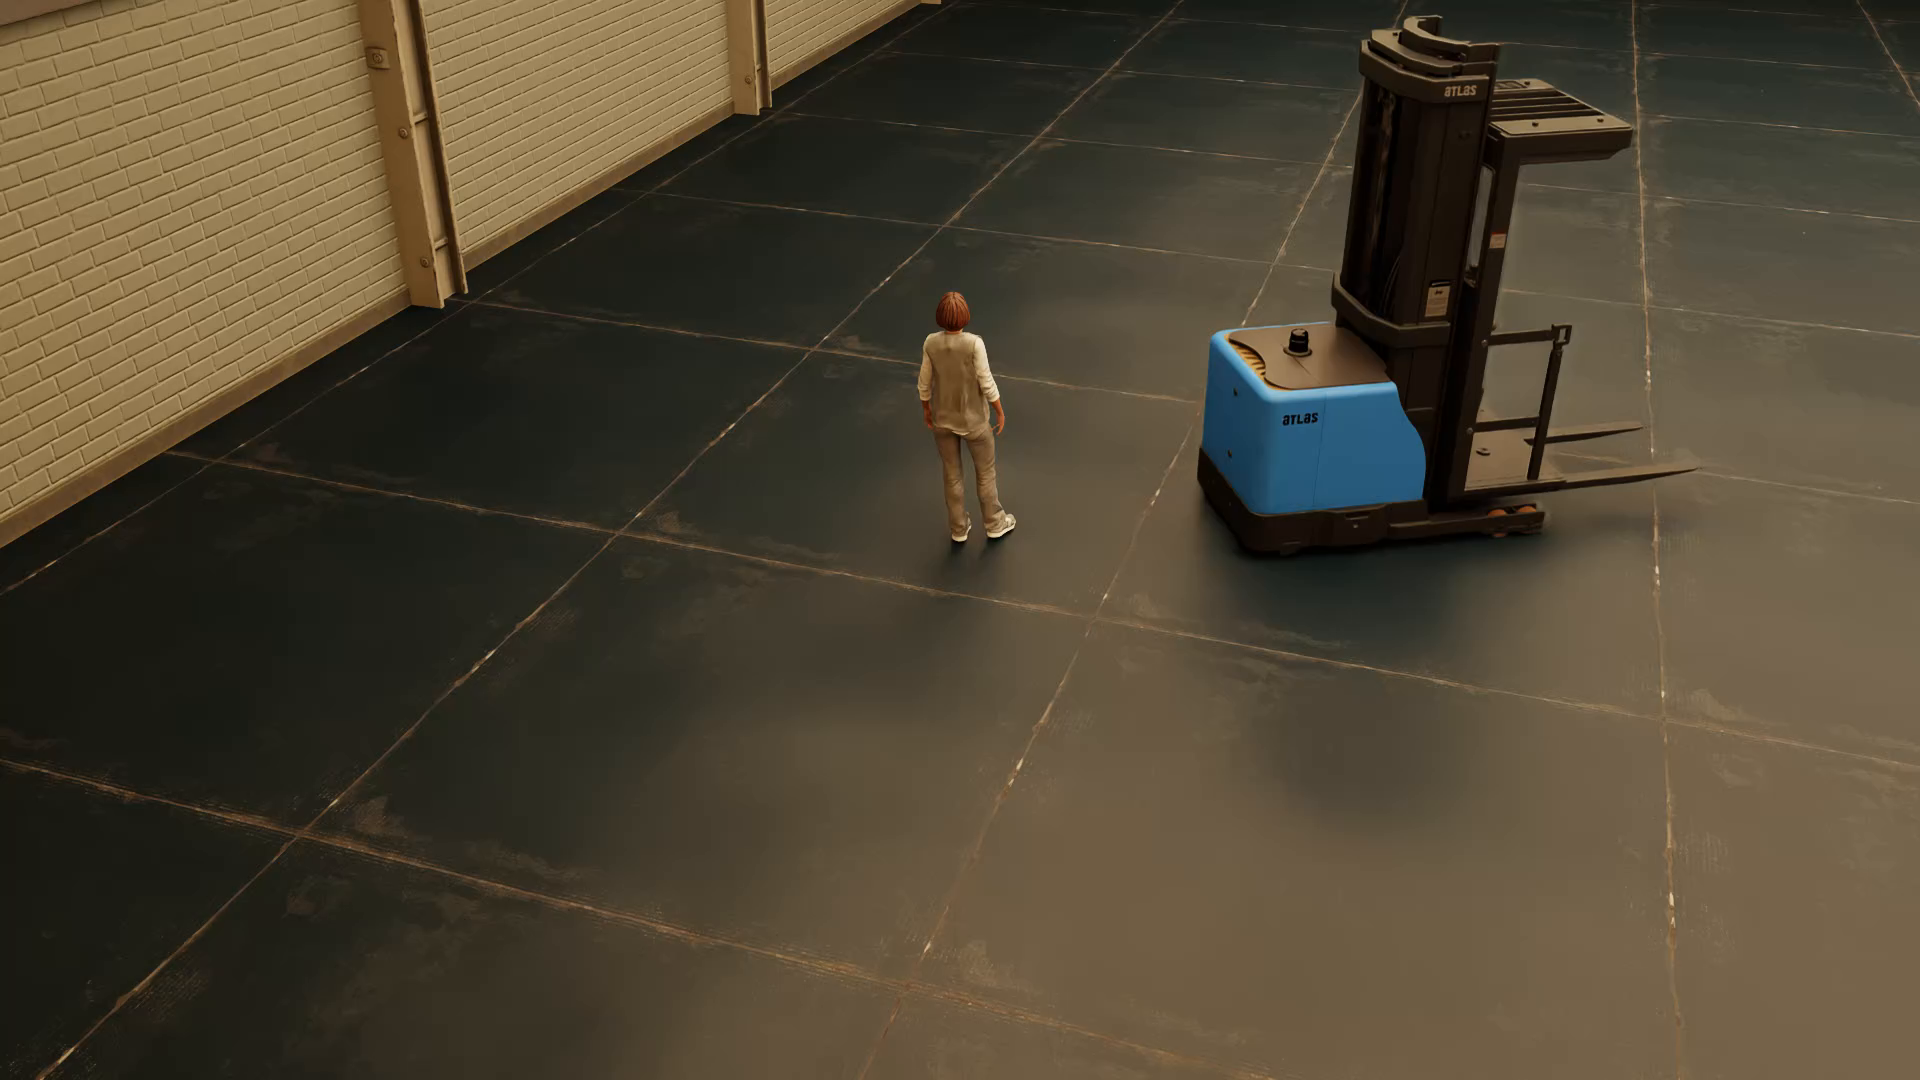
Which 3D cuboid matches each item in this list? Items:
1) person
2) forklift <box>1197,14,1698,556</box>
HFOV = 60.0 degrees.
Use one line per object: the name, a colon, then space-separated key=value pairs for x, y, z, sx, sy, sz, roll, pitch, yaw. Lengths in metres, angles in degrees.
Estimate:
person: x=0.037 y=-0.726 z=9.758 sx=0.521 sy=1.584 sz=0.473 roll=10 pitch=31 yaw=16
forklift: x=3.087 y=-1.540 z=9.839 sx=3.031 sy=2.935 sz=1.130 roll=-6 pitch=30 yaw=-10
